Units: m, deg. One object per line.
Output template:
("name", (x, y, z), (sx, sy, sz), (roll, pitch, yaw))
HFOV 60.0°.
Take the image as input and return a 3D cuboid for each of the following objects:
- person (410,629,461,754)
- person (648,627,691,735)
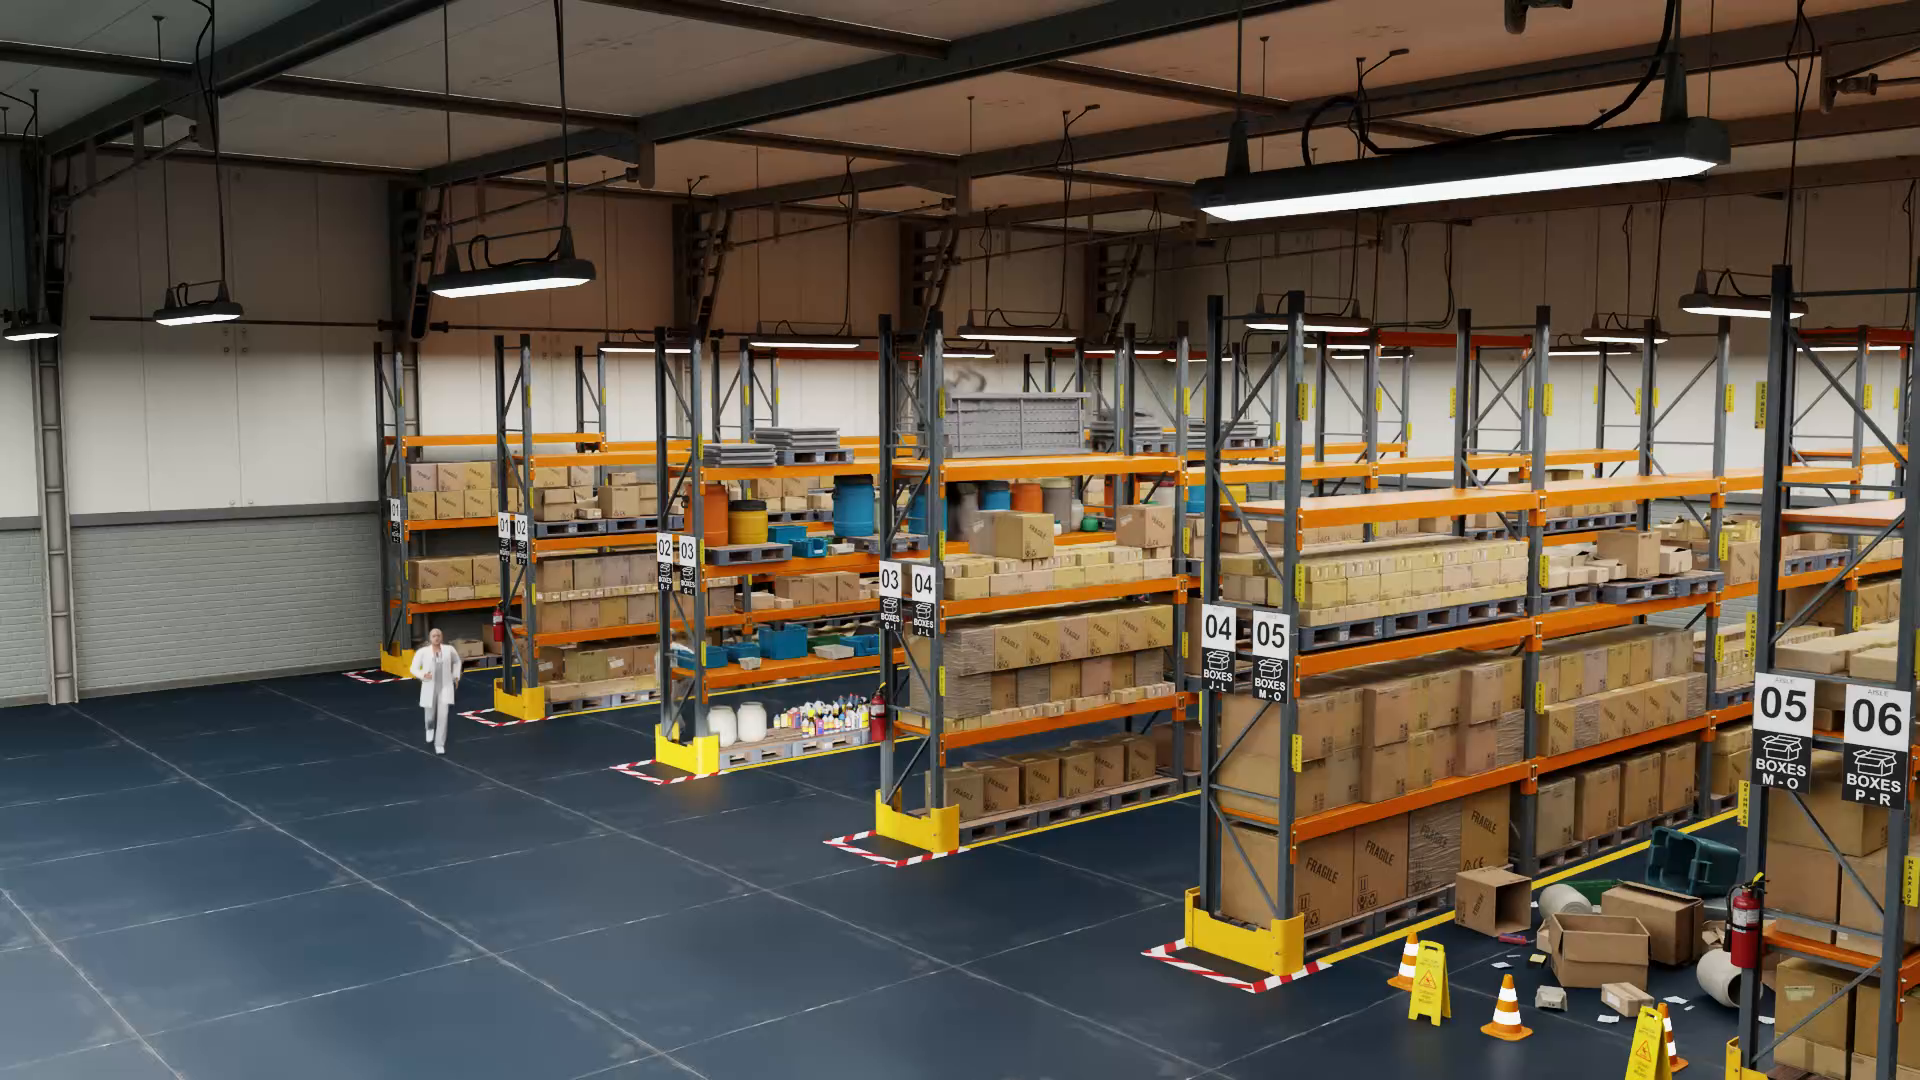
("person", (-7.463, 2.129, 23.722), (0.718, 1.746, 0.834), (-2, 6, -22))
("person", (-4.261, 2.128, 24.388), (0.587, 1.715, 0.691), (4, 7, 38))
